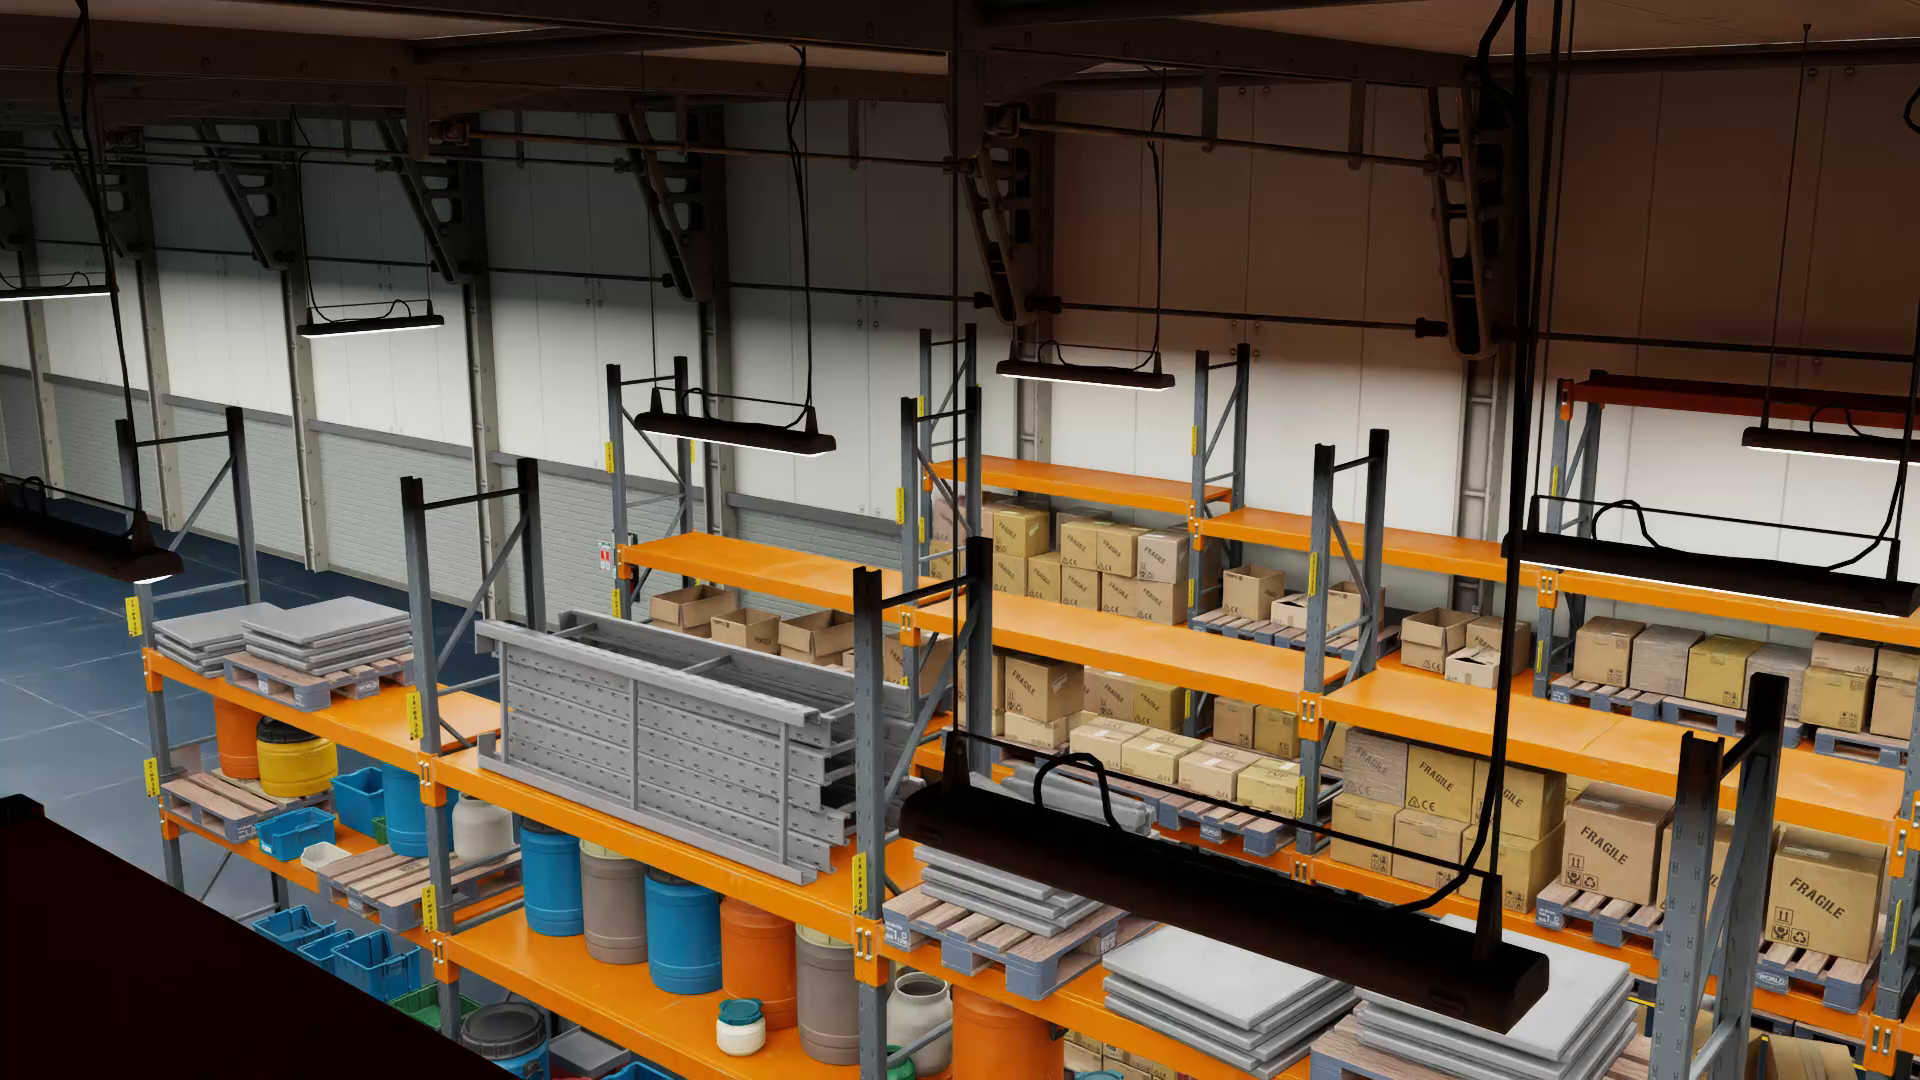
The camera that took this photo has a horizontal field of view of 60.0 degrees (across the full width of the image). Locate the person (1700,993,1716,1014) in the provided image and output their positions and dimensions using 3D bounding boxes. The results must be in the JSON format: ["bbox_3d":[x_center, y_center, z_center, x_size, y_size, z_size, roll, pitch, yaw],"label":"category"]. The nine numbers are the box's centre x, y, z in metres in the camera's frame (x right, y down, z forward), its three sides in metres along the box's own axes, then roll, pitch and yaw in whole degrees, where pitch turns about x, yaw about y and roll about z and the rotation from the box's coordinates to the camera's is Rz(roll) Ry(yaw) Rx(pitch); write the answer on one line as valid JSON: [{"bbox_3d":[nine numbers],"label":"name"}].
[{"bbox_3d":[6.070,4.142,13.820,1.044,1.721,0.577,8,15,33],"label":"person"}]
